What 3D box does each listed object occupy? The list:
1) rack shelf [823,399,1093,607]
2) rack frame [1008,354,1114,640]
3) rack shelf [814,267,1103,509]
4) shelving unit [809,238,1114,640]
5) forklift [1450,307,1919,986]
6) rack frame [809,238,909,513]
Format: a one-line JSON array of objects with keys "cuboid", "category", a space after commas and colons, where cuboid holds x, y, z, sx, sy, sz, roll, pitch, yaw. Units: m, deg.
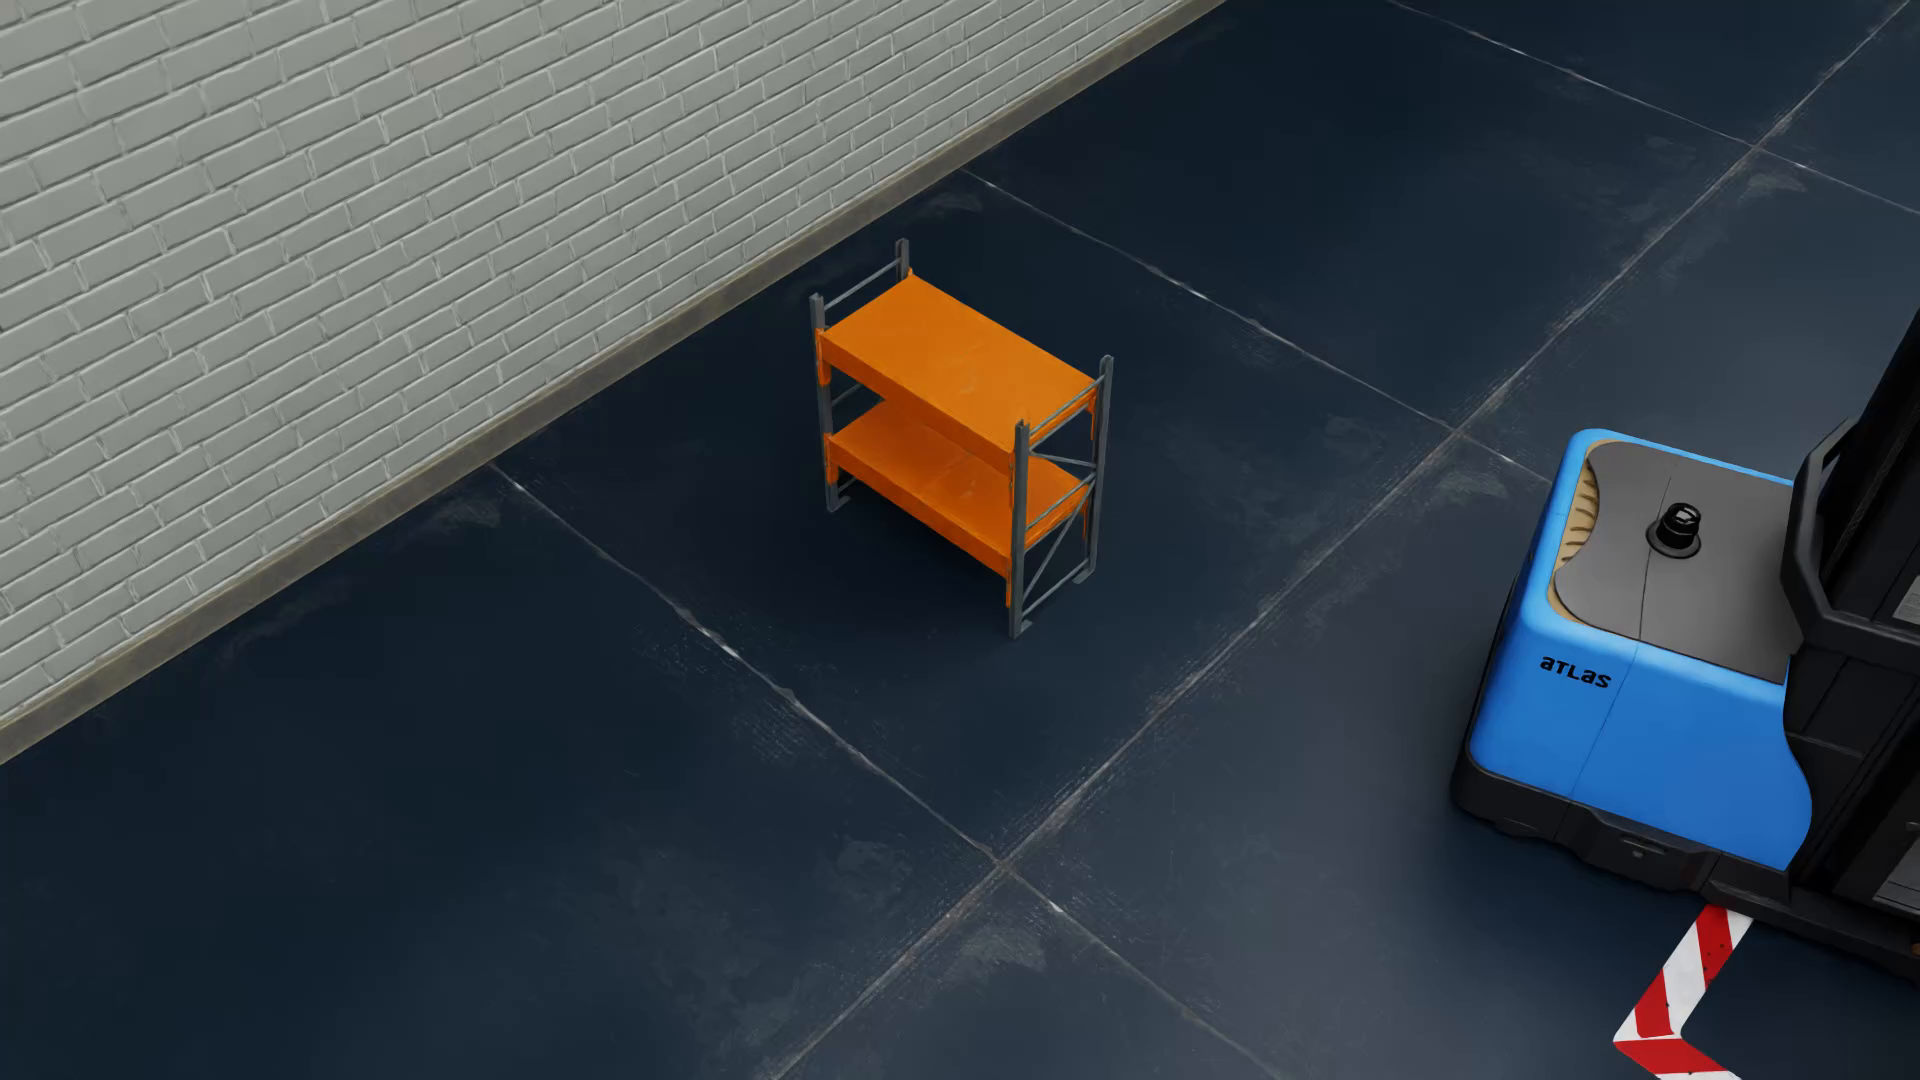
[{"cuboid": [-0.005, -0.221, 6.630, 1.000, 0.278, 0.538, 34, 55, 28], "category": "rack shelf"}, {"cuboid": [0.369, -0.137, 6.216, 0.032, 1.125, 0.500, 34, 55, 28], "category": "rack frame"}, {"cuboid": [-0.005, -0.589, 6.238, 1.000, 0.278, 0.538, 34, 55, 28], "category": "rack shelf"}, {"cuboid": [-0.005, -0.388, 6.452, 1.048, 1.125, 0.538, 34, 55, 28], "category": "shelving unit"}, {"cuboid": [3.309, 0.086, 4.767, 3.031, 2.935, 1.130, 18, 49, 16], "category": "forklift"}, {"cuboid": [-0.379, -0.640, 6.688, 0.032, 1.125, 0.500, 34, 55, 28], "category": "rack frame"}]
